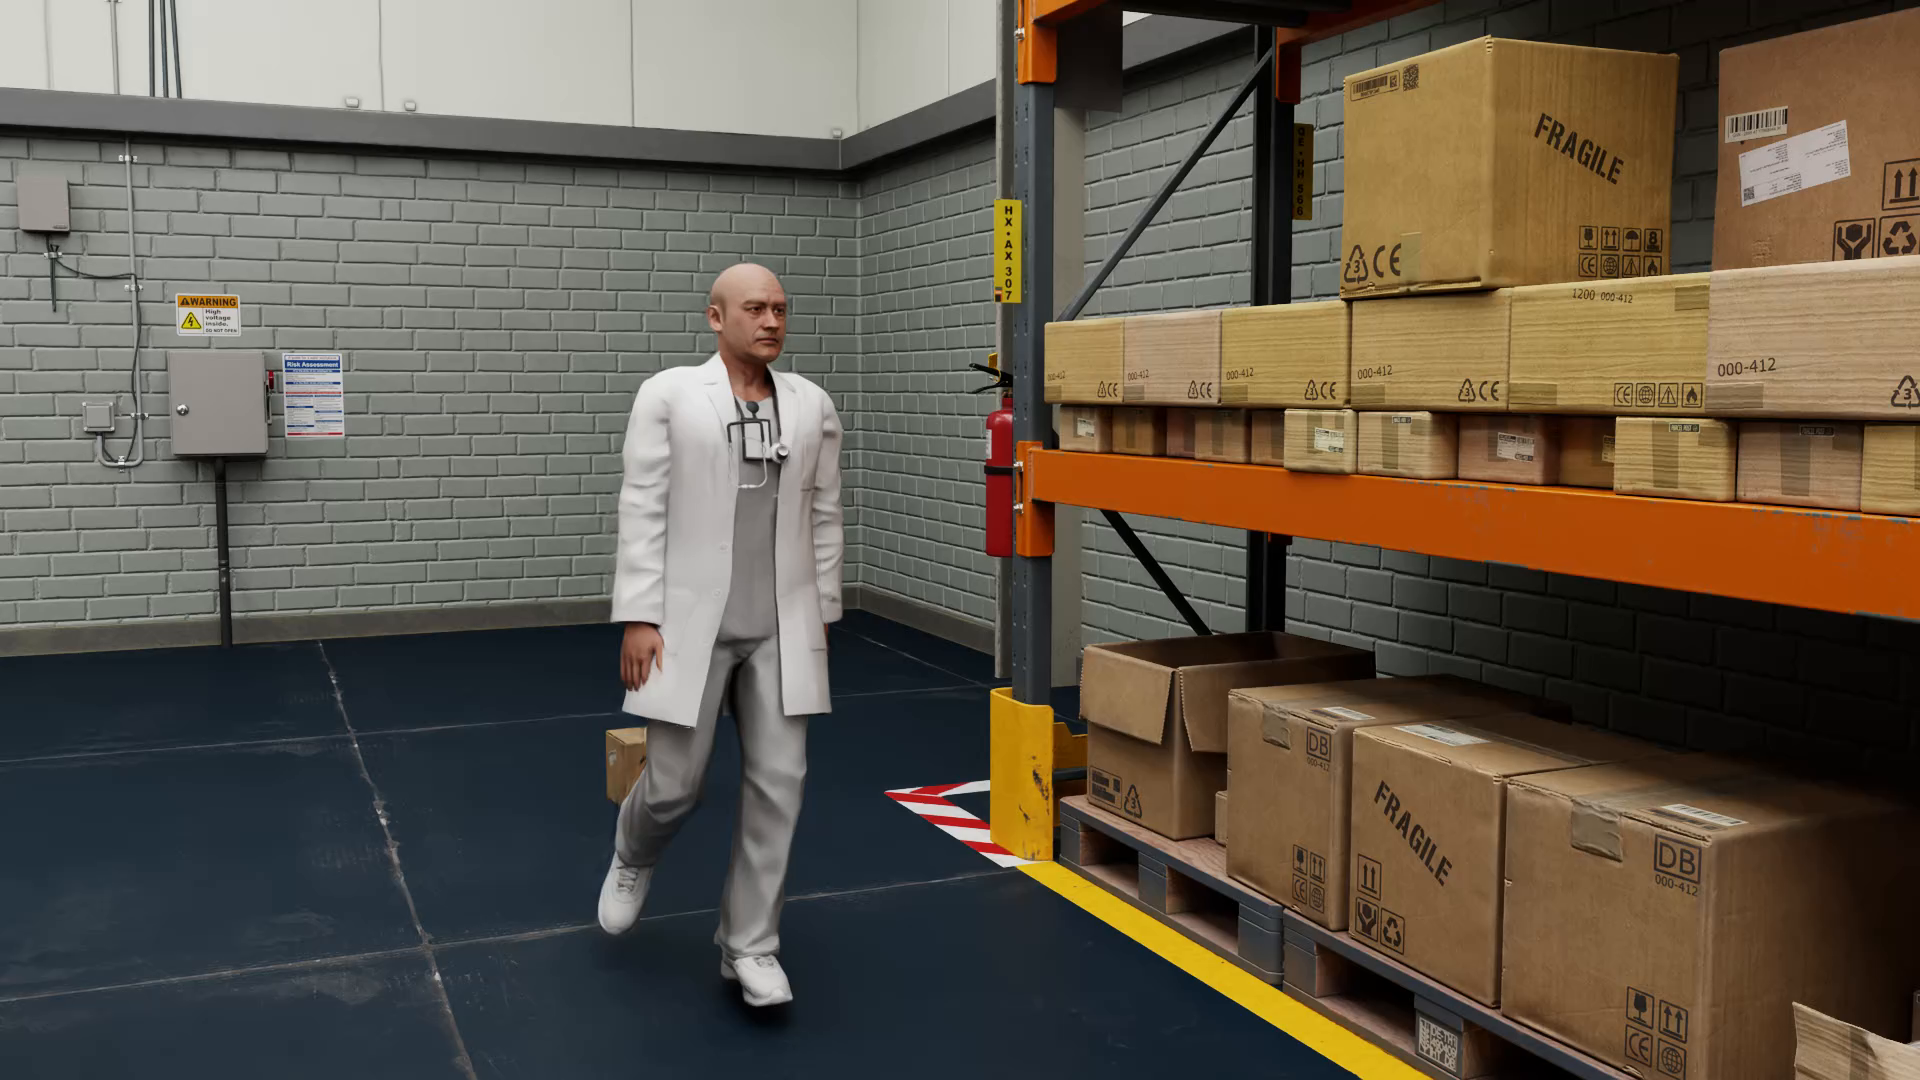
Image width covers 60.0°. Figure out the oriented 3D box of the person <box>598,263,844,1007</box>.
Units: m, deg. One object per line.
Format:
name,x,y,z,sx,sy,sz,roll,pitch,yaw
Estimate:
person,-0.586,0.207,4.149,0.619,1.767,0.756,-3,6,-26
